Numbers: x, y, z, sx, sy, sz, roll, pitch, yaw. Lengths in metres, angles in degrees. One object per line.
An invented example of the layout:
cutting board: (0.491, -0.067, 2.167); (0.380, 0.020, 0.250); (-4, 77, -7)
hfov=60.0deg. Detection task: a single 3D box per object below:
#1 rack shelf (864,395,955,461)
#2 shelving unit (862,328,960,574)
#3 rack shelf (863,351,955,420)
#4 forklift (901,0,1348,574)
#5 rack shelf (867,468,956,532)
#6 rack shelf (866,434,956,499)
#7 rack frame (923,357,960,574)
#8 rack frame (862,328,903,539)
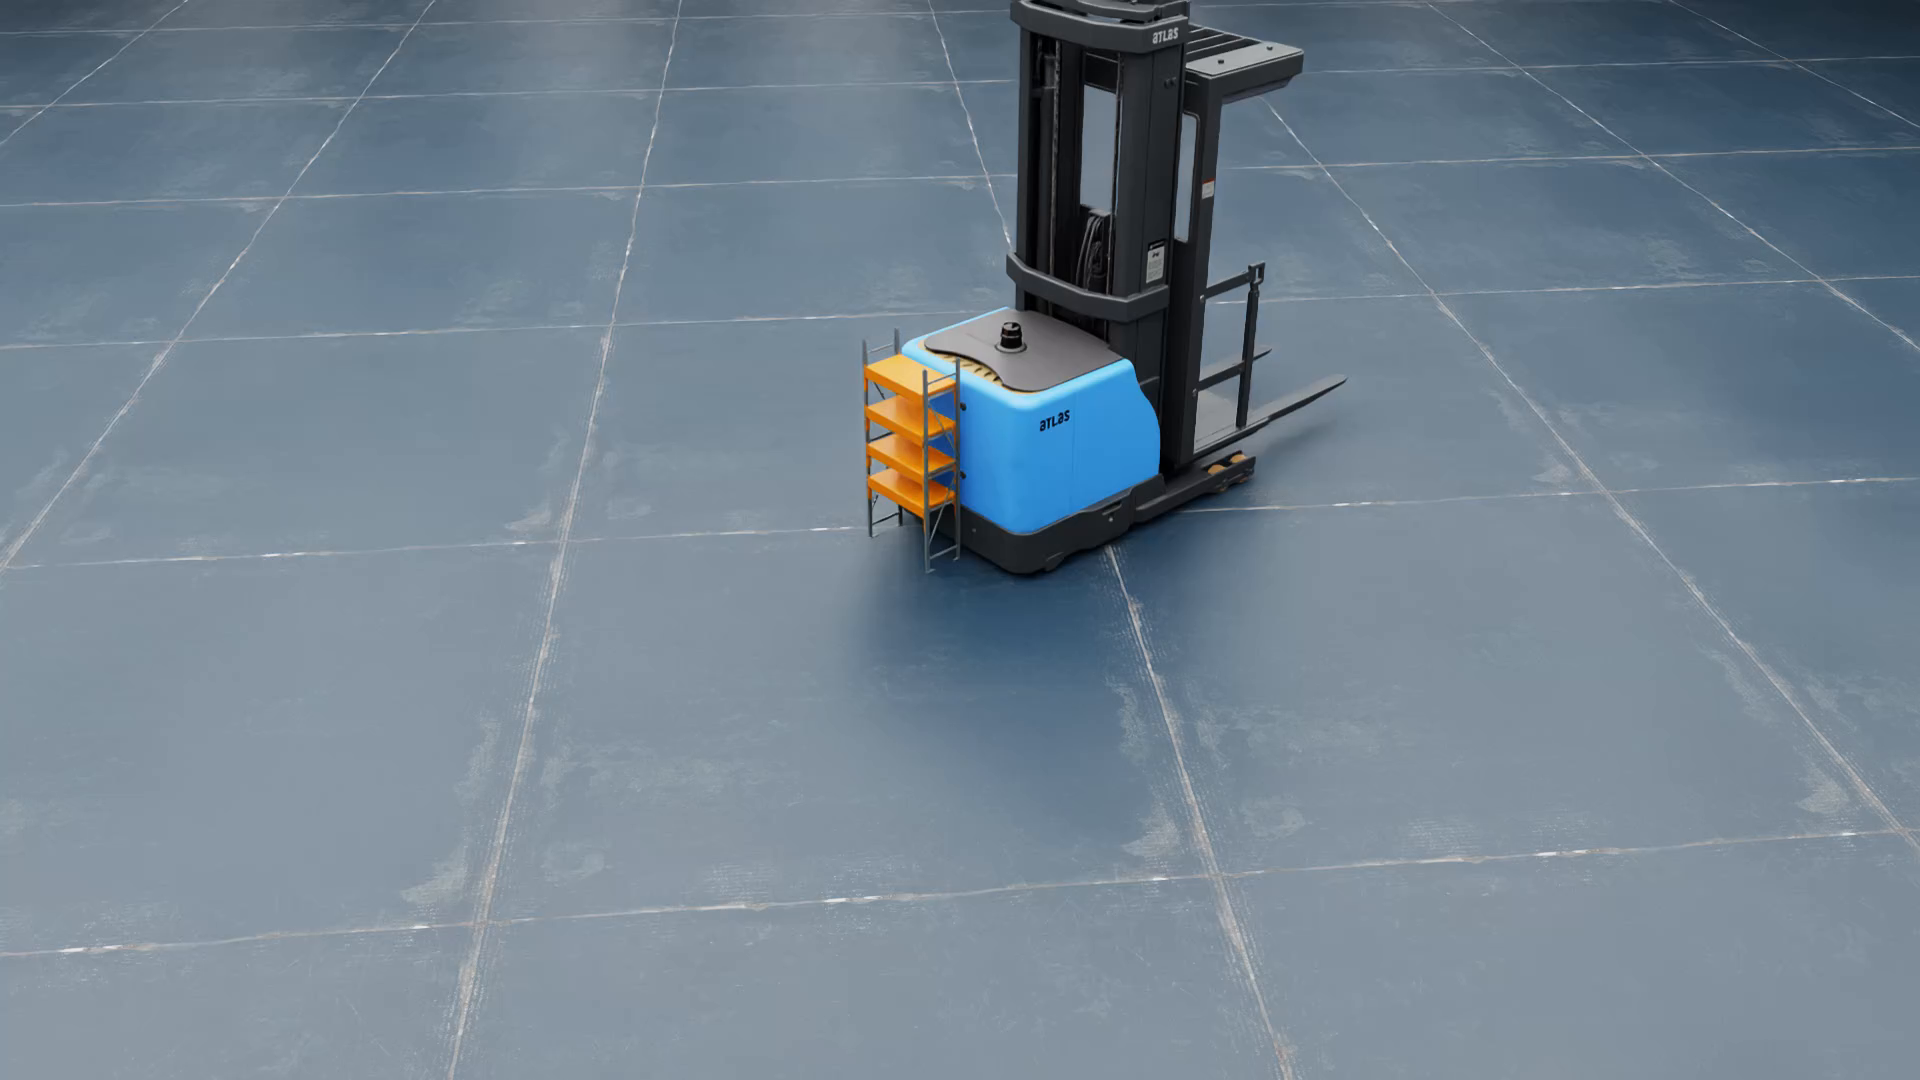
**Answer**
rack shelf: (-0.255, -0.604, 8.786); (0.258, 0.148, 0.480); (-24, 39, -35)
shelving unit: (-0.255, -0.470, 8.866); (0.258, 1.200, 0.503); (-24, 39, -35)
rack shelf: (-0.255, -0.807, 8.664); (0.258, 0.148, 0.480); (-24, 39, -35)
forklift: (1.106, -1.711, 9.256); (3.031, 2.935, 1.130); (-24, 39, -35)
rack shelf: (-0.255, -0.241, 9.002); (0.258, 0.148, 0.480); (-24, 39, -35)
rack shelf: (-0.255, -0.412, 8.900); (0.258, 0.148, 0.480); (-24, 39, -35)
rack frame: (-0.093, -0.376, 8.709); (0.240, 1.200, 0.015); (-24, 39, -35)
rack frame: (-0.417, -0.563, 9.023); (0.240, 1.200, 0.015); (-24, 39, -35)
